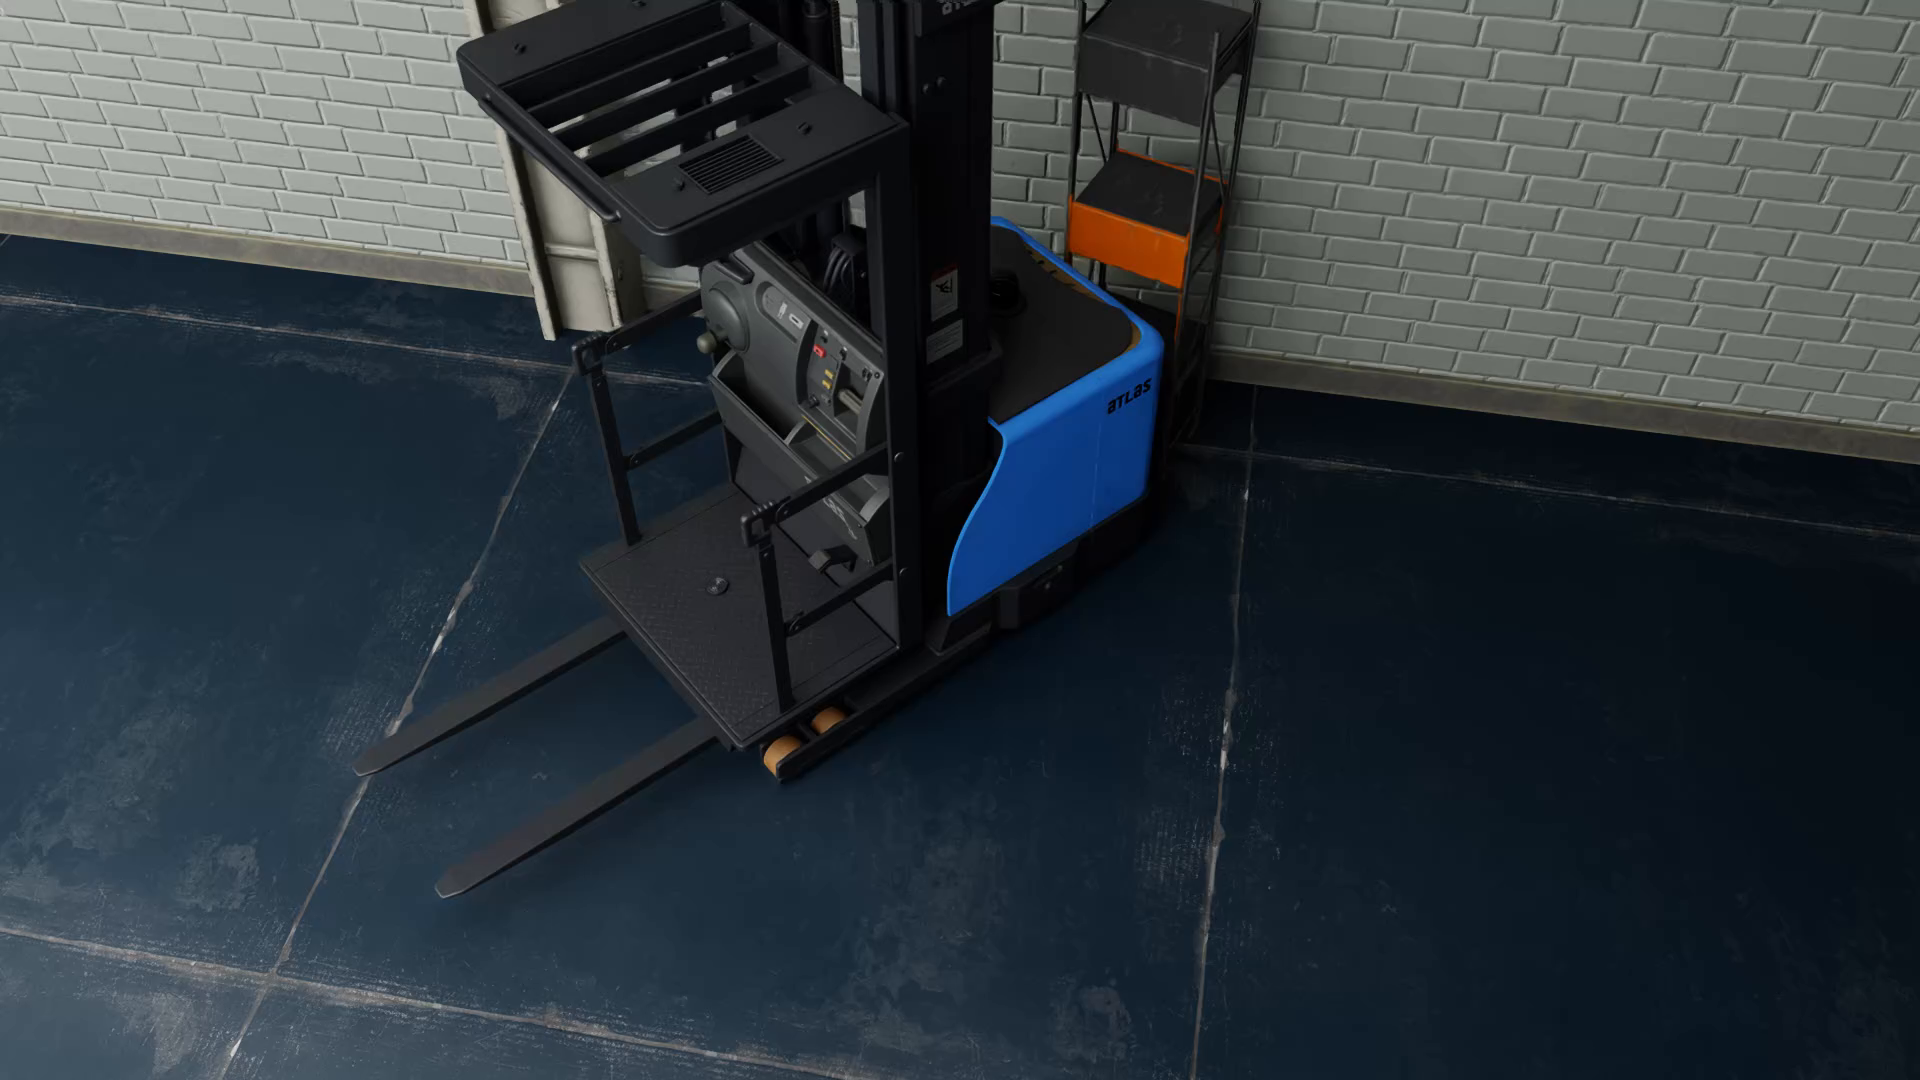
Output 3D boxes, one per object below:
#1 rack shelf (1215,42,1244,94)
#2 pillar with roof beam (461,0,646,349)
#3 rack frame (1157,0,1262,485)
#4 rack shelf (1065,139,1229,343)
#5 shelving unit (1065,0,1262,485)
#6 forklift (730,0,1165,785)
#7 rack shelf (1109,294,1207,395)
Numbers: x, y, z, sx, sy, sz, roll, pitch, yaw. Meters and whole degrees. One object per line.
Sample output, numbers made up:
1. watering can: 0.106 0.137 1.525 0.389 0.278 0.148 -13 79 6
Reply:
1. rack shelf: 0.712 -1.678 5.760 0.442 0.100 0.332 22 52 19
2. pillar with roof beam: -2.431 -0.854 1.439 0.400 9.000 9.100 8 49 7
3. rack frame: 0.926 -1.065 6.267 0.015 2.100 0.400 22 52 19
4. rack shelf: 0.712 -1.143 6.356 0.480 0.518 0.431 22 52 19
5. shelving unit: 0.717 -1.150 6.344 0.492 2.100 0.431 22 52 19
6. forklift: -0.712 -0.573 5.266 3.031 2.935 1.130 -31 55 -25
7. rack shelf: 0.712 -0.766 6.774 0.457 0.174 0.368 22 52 19
